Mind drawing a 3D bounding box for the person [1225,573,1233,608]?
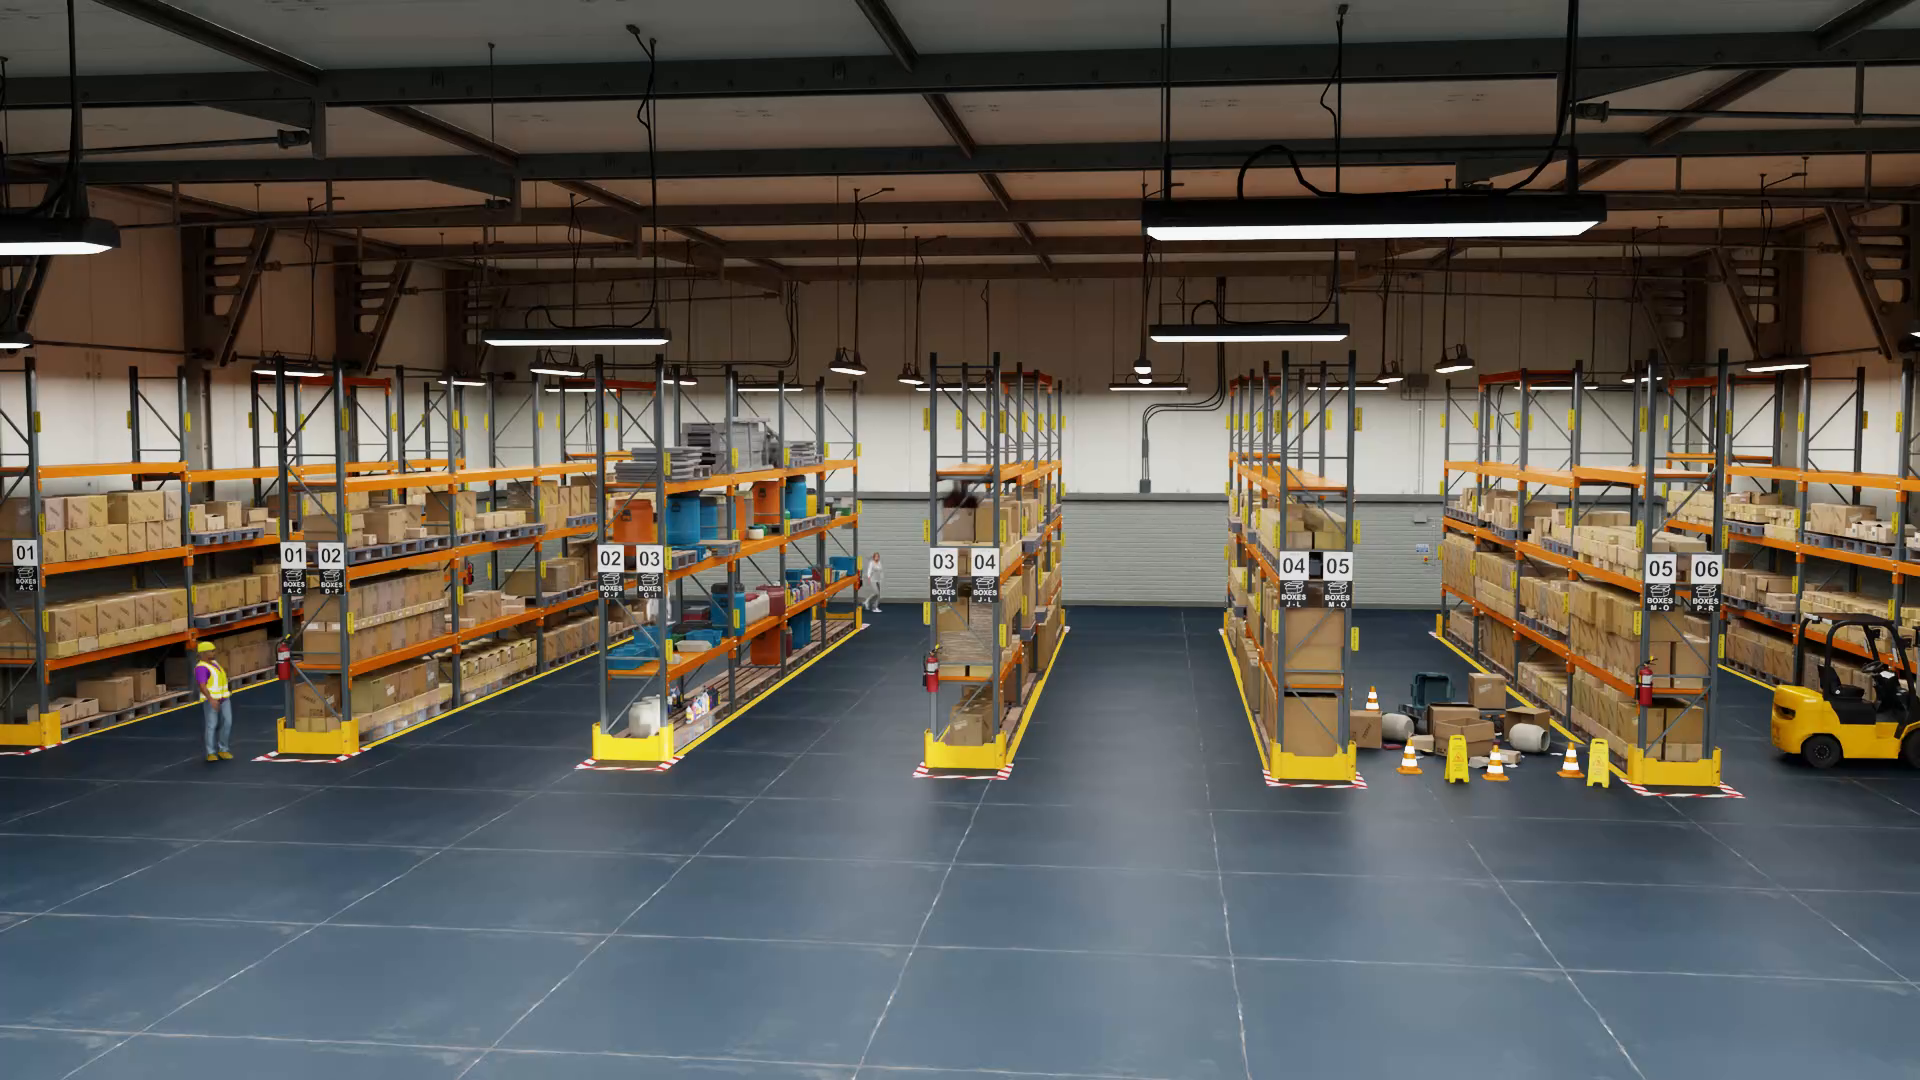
[{"bbox_3d":[6.698,1.243,40.423,0.541,1.774,0.571,1,4,15],"label":"person"}]

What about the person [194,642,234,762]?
[{"bbox_3d":[-11.002,2.402,24.612,0.657,1.798,0.639,2,4,26],"label":"person"}]

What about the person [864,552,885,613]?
[{"bbox_3d":[-2.244,1.112,43.764,0.498,1.585,0.423,3,5,36],"label":"person"}]

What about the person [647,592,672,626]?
[{"bbox_3d":[-6.556,1.619,36.189,0.467,1.642,0.962,1,4,13],"label":"person"}]
